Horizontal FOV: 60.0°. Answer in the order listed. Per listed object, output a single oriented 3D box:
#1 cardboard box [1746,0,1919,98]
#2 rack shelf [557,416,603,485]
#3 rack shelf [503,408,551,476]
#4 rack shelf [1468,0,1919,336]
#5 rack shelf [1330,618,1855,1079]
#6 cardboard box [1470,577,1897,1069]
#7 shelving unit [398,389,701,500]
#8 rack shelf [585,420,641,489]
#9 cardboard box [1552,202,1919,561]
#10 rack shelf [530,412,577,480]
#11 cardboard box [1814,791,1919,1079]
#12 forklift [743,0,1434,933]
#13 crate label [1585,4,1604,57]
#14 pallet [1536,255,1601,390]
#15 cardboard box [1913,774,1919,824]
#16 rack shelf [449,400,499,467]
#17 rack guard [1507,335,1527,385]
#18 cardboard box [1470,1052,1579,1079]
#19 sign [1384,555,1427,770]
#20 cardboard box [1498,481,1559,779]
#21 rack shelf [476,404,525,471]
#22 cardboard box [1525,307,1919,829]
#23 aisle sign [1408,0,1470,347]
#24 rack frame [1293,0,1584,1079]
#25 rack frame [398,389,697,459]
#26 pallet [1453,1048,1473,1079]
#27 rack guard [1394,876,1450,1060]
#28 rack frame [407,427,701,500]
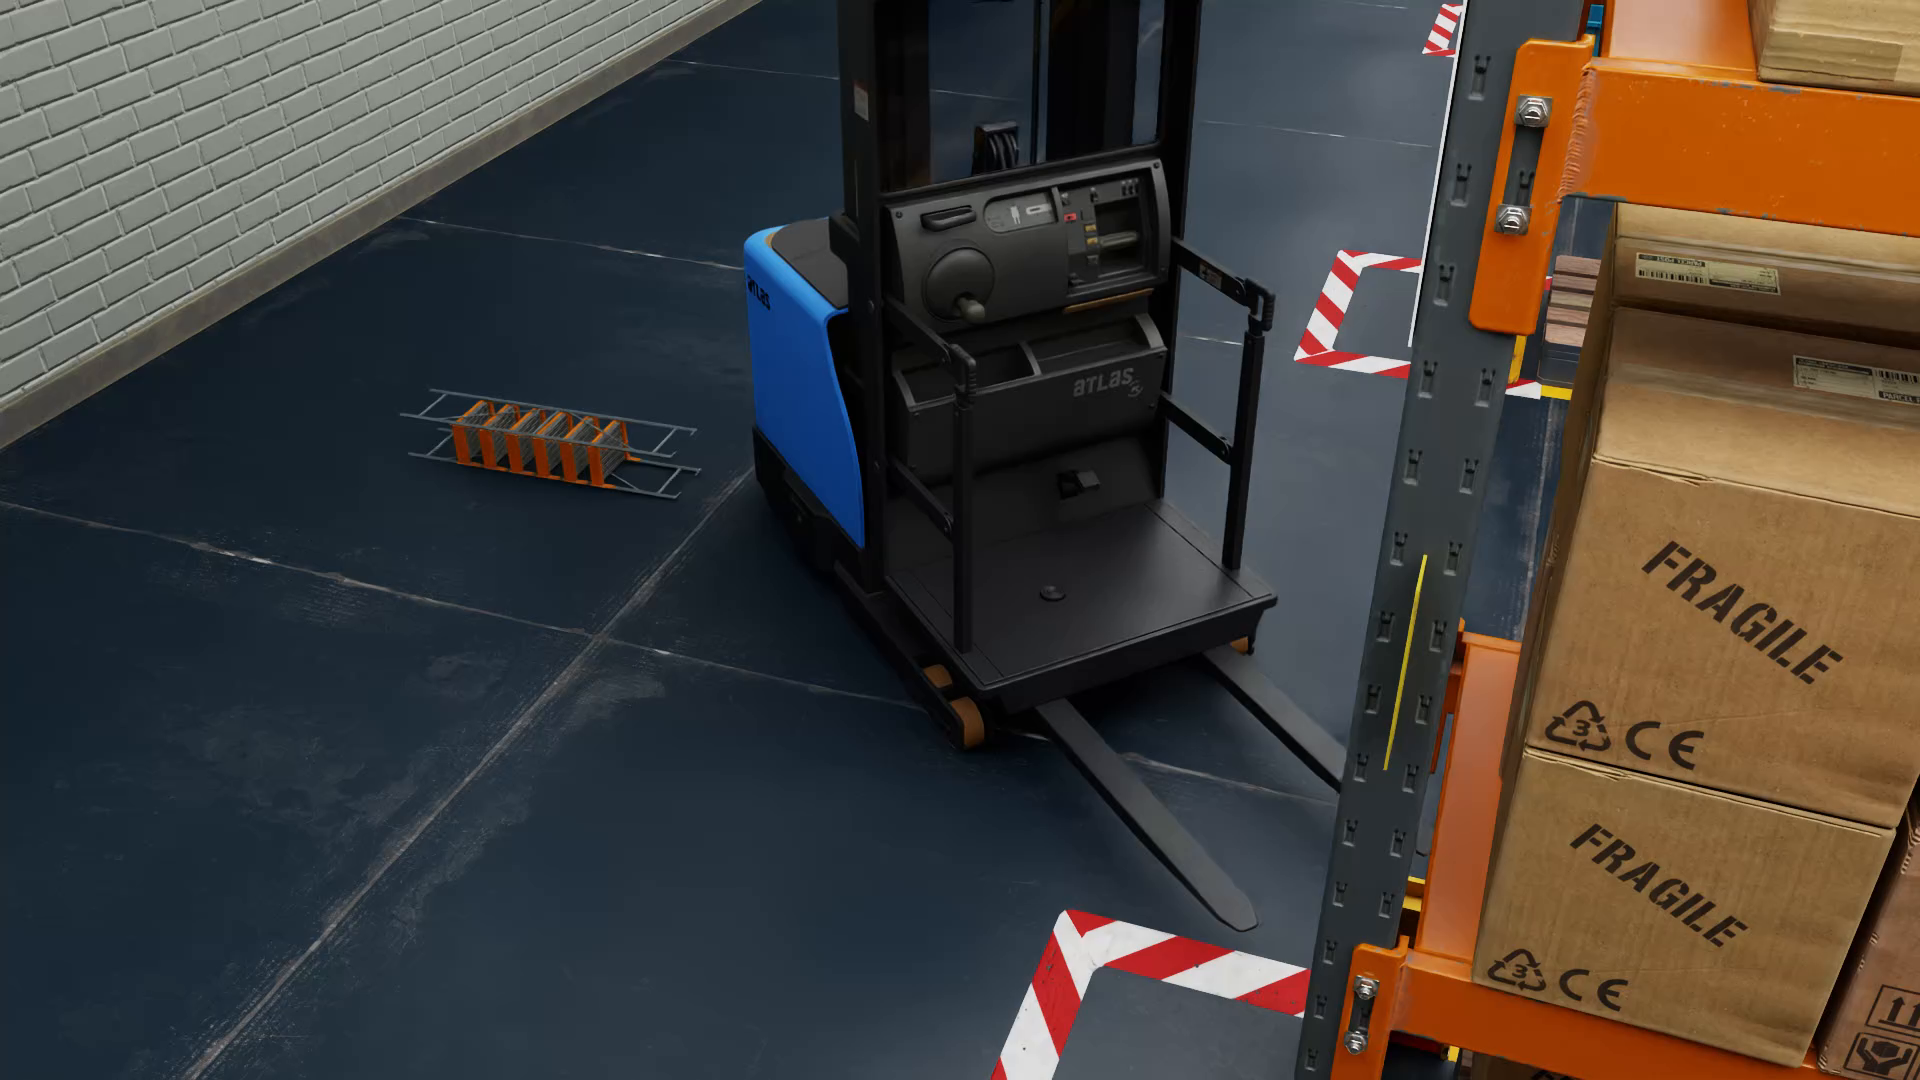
[{"bbox_3d":[1.225,-0.707,1.952,0.500,0.250,0.500,11,34,16],"label":"cardboard box"},{"bbox_3d":[-1.490,-0.366,6.634,0.103,0.180,0.258,9,34,15],"label":"rack shelf"},{"bbox_3d":[-1.719,-0.403,6.695,0.103,0.180,0.258,9,34,15],"label":"rack shelf"},{"bbox_3d":[2.710,-0.326,1.887,4.000,0.370,1.077,11,34,16],"label":"rack shelf"},{"bbox_3d":[2.710,0.935,2.700,4.000,0.370,1.077,11,34,16],"label":"rack shelf"},{"bbox_3d":[1.156,0.440,2.711,0.500,0.500,0.500,12,35,17],"label":"cardboard box"},{"bbox_3d":[-1.647,-0.391,6.675,1.200,0.189,0.258,9,34,15],"label":"shelving unit"},{"bbox_3d":[-1.375,-0.347,6.604,0.103,0.180,0.258,9,34,15],"label":"rack shelf"},{"bbox_3d":[1.339,-0.255,2.865,0.500,0.500,0.500,11,34,16],"label":"cardboard box"},{"bbox_3d":[-1.605,-0.384,6.664,0.103,0.180,0.258,9,34,15],"label":"rack shelf"},{"bbox_3d":[1.644,0.532,2.568,0.500,0.500,0.500,11,34,16],"label":"cardboard box"},{"bbox_3d":[0.326,-0.848,4.862,1.130,2.935,3.031,-16,36,-23],"label":"forklift"},{"bbox_3d":[2.623,-2.004,6.687,0.303,0.233,0.416,11,34,16],"label":"crate label"},{"bbox_3d":[3.265,-0.920,7.480,1.213,0.211,1.003,11,34,16],"label":"pallet"},{"bbox_3d":[1.651,0.112,2.297,0.500,0.500,0.500,11,35,17],"label":"cardboard box"},{"bbox_3d":[-1.948,-0.441,6.755,0.103,0.180,0.258,9,34,15],"label":"rack shelf"},{"bbox_3d":[2.475,-1.210,7.663,0.348,0.500,1.175,11,34,16],"label":"rack guard"},{"bbox_3d":[1.422,1.105,3.671,0.500,0.500,0.500,11,34,16],"label":"cardboard box"},{"bbox_3d":[0.645,0.180,2.408,0.005,0.325,0.100,11,34,16],"label":"sign"},{"bbox_3d":[1.341,0.167,3.133,0.500,0.500,0.500,12,35,18],"label":"cardboard box"},{"bbox_3d":[-1.834,-0.422,6.725,0.103,0.180,0.258,9,34,15],"label":"rack shelf"},{"bbox_3d":[1.156,0.020,2.439,0.500,0.500,0.500,12,35,18],"label":"cardboard box"},{"bbox_3d":[0.664,-0.688,2.154,0.004,0.787,0.394,11,34,16],"label":"aisle sign"},{"bbox_3d":[0.827,0.266,3.072,0.127,3.000,1.000,11,34,16],"label":"rack frame"},{"bbox_3d":[-1.648,-0.468,6.626,1.200,0.006,0.240,9,34,15],"label":"rack frame"},{"bbox_3d":[1.650,1.597,3.582,1.213,0.211,1.003,11,34,16],"label":"pallet"},{"bbox_3d":[0.899,1.330,3.728,0.348,0.500,1.175,11,34,16],"label":"rack guard"},{"bbox_3d":[-1.647,-0.314,6.725,1.200,0.006,0.240,9,34,15],"label":"rack frame"}]
